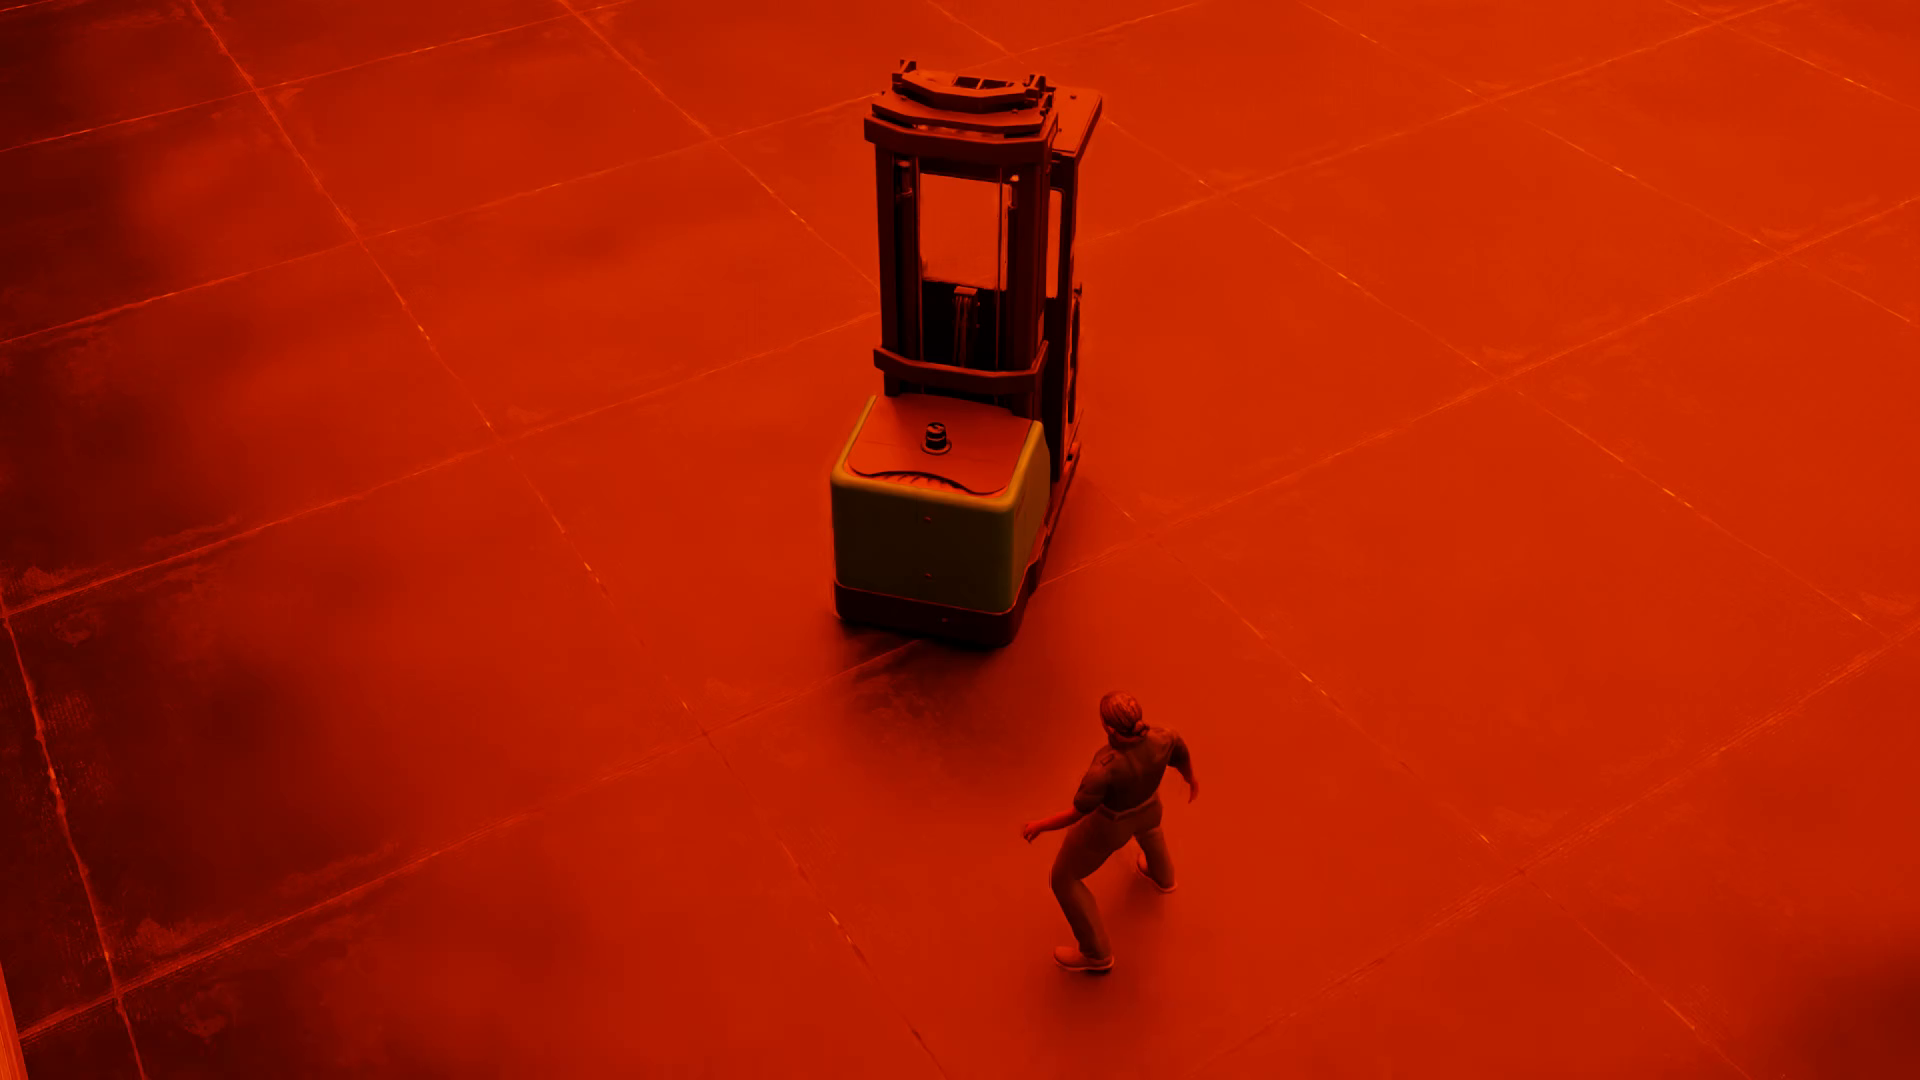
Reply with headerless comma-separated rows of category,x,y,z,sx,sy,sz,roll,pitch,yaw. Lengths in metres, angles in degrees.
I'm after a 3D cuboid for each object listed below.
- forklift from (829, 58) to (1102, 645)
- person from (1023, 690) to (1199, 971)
forklift,0.149,-1.494,9.580,1.130,2.935,3.031,10,42,11
person,0.723,1.221,7.543,0.850,1.556,0.581,-20,45,-22
